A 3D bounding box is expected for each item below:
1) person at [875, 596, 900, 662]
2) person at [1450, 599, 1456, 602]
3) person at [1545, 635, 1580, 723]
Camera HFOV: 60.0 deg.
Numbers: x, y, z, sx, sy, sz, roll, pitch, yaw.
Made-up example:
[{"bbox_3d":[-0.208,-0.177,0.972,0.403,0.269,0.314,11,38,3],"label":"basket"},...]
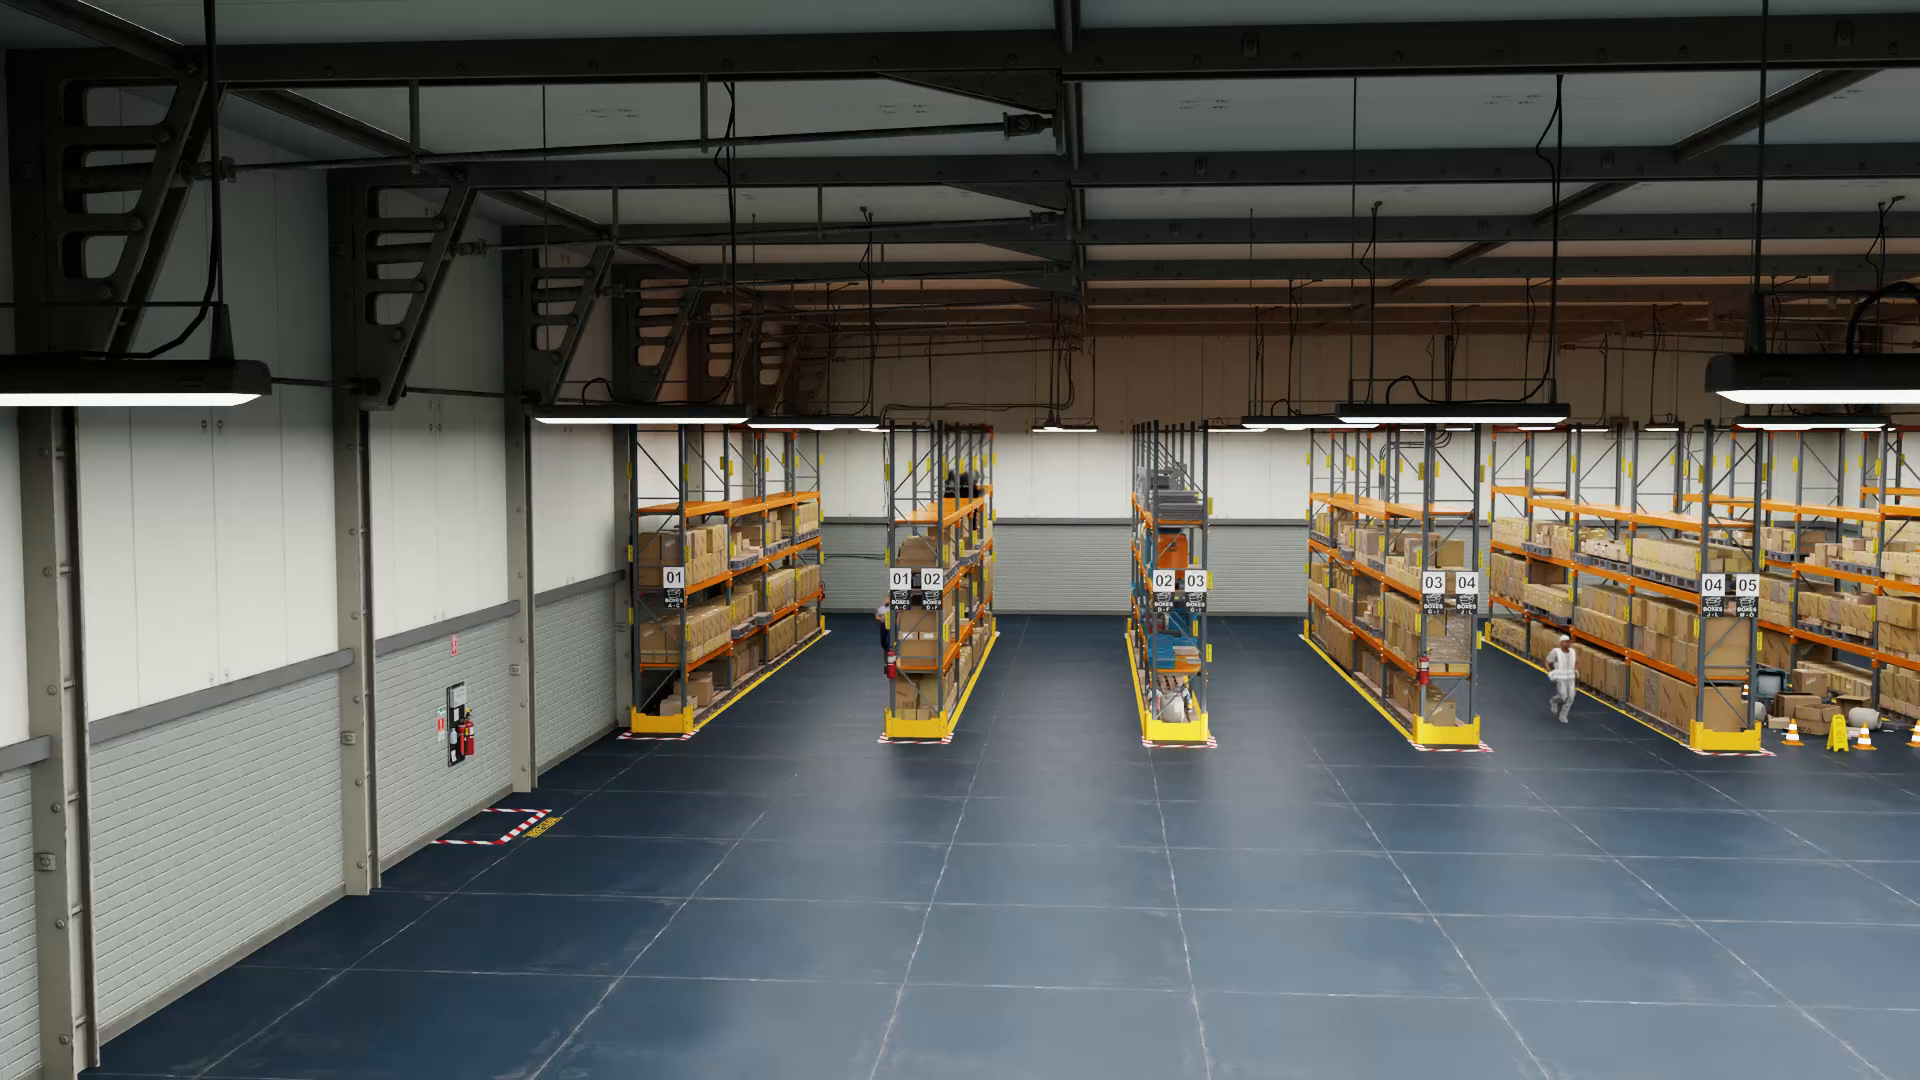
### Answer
[{"bbox_3d":[-1.836,2.238,41.932,0.583,1.620,0.941,0,4,6],"label":"person"},{"bbox_3d":[13.257,2.067,44.357,0.620,1.671,0.836,0,4,3],"label":"person"},{"bbox_3d":[12.066,2.764,33.236,0.699,1.744,0.592,0,4,-8],"label":"person"}]
